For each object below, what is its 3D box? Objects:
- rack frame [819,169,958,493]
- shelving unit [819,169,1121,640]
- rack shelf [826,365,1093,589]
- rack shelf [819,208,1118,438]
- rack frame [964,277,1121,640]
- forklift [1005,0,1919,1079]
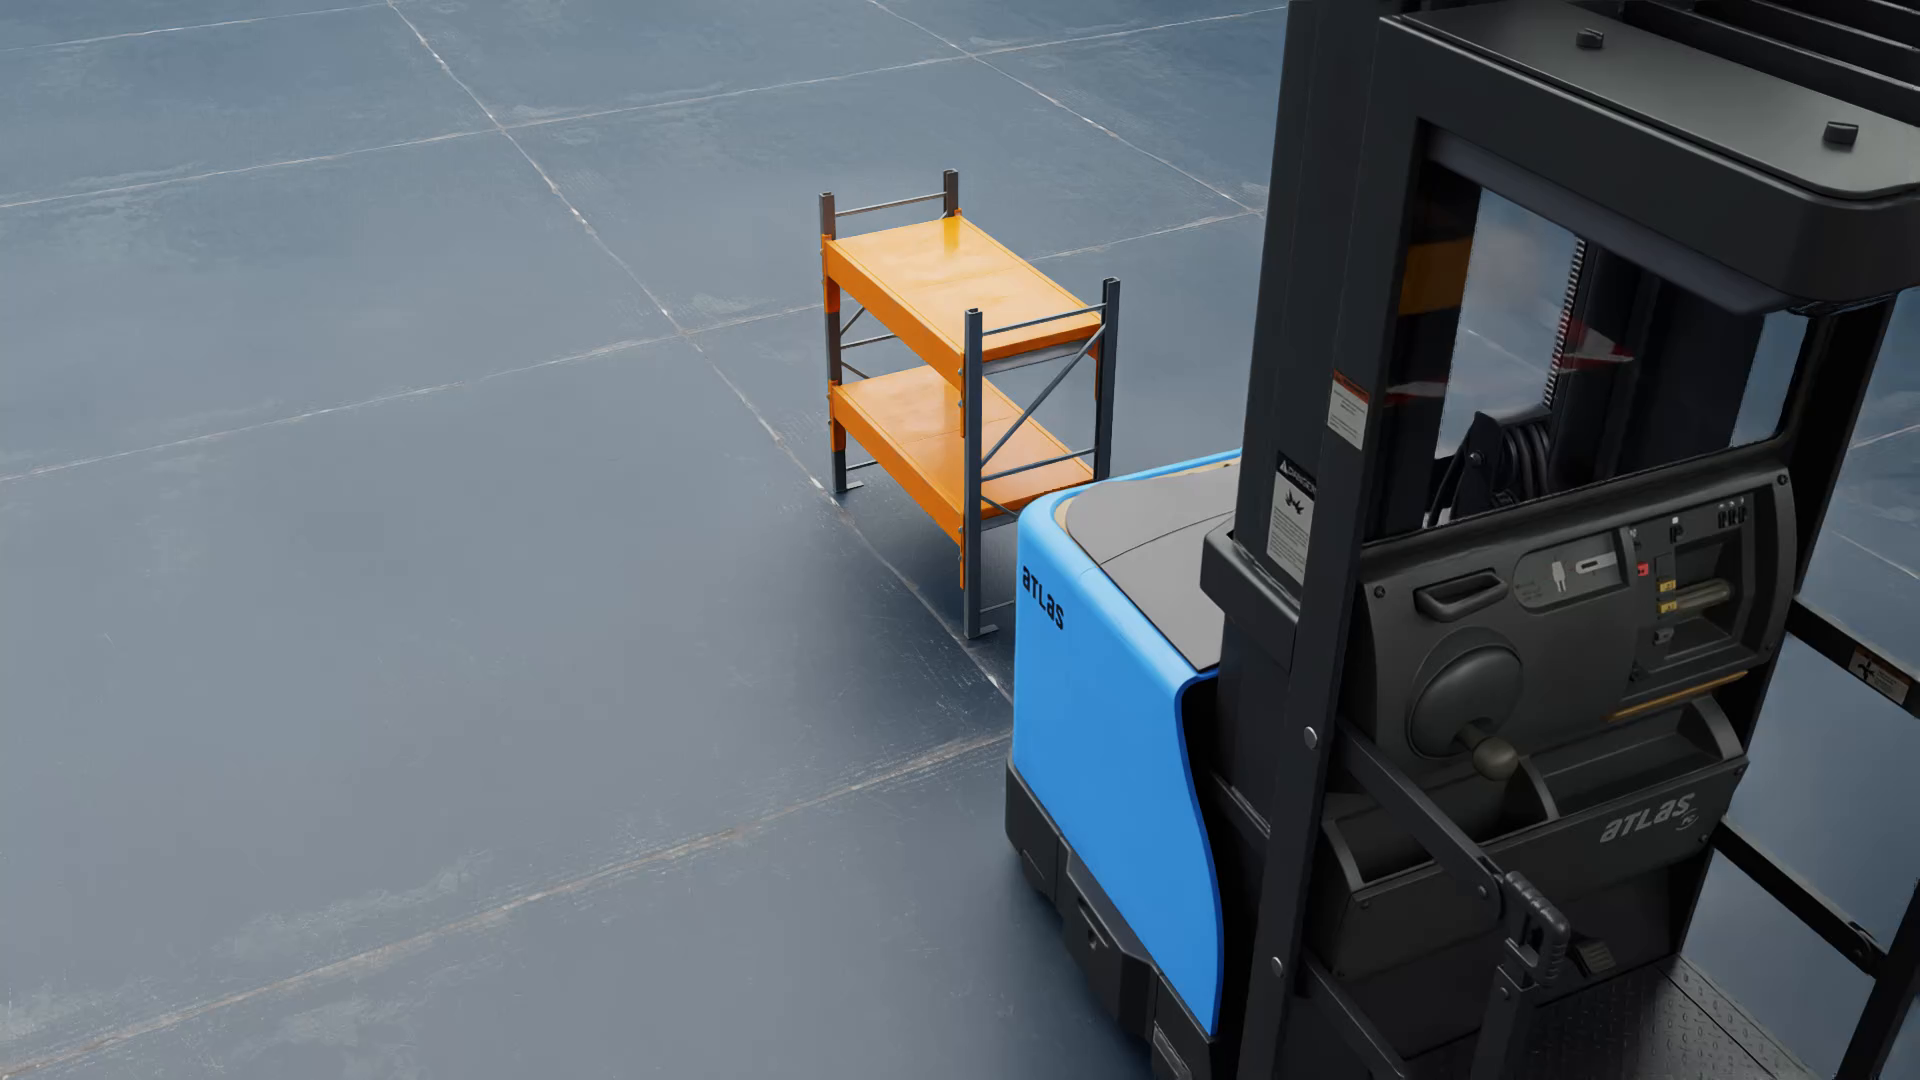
[{"bbox_3d":[-0.234,-0.713,5.820,0.500,1.125,0.032,-16,36,-23],"label":"rack frame"},{"bbox_3d":[0.003,-0.470,5.442,0.538,1.125,1.048,-16,36,-23],"label":"shelving unit"},{"bbox_3d":[0.003,-0.265,5.573,0.538,0.278,1.000,-16,36,-23],"label":"rack shelf"},{"bbox_3d":[0.003,-0.717,5.284,0.538,0.278,1.000,-16,36,-23],"label":"rack shelf"},{"bbox_3d":[0.240,-0.228,5.063,0.500,1.125,0.032,-16,36,-23],"label":"rack frame"},{"bbox_3d":[1.182,0.193,2.732,1.130,2.935,3.031,-14,35,-20],"label":"forklift"}]
